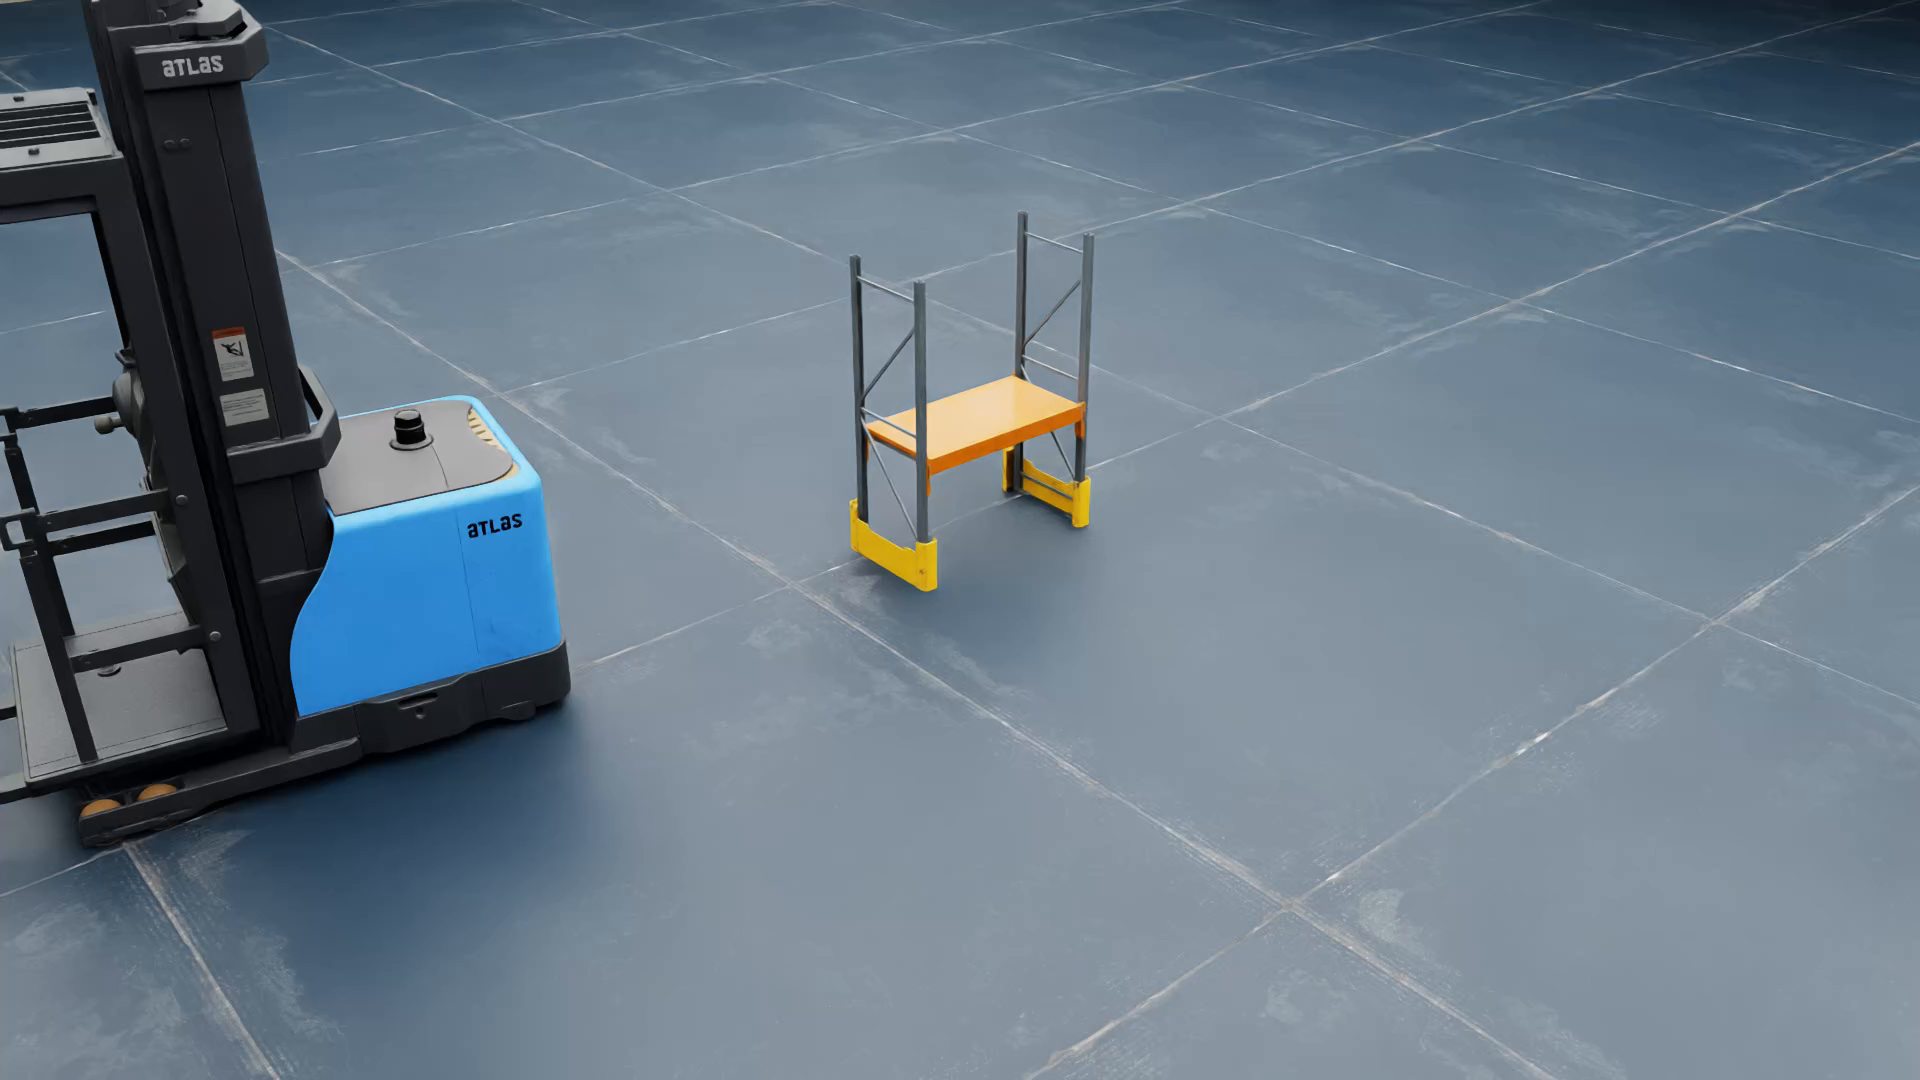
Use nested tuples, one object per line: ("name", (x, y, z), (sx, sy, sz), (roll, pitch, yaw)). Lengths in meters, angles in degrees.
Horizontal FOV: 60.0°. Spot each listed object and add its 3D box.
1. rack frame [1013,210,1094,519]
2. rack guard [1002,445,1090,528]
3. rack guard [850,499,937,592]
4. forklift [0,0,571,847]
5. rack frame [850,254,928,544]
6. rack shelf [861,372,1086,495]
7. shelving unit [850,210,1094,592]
("rack frame", (0.452, -0.843, 8.236), (0.032, 1.500, 0.500), (-22, 35, -35))
("rack guard", (0.437, -0.286, 8.520), (0.087, 0.250, 0.587), (-22, 35, -35))
("rack guard", (-0.321, 0.019, 7.950), (0.087, 0.250, 0.587), (-22, 35, -35))
("forklift", (-3.159, -0.449, 5.981), (3.031, 2.935, 1.130), (-15, 32, -26))
("rack frame", (-0.322, -0.532, 7.654), (0.032, 1.500, 0.500), (-22, 35, -35))
("rack shelf", (0.065, -0.529, 8.030), (1.000, 0.185, 0.538), (-22, 35, -35))
("shelving unit", (0.058, -0.685, 7.940), (1.083, 1.500, 0.587), (-22, 35, -35))
